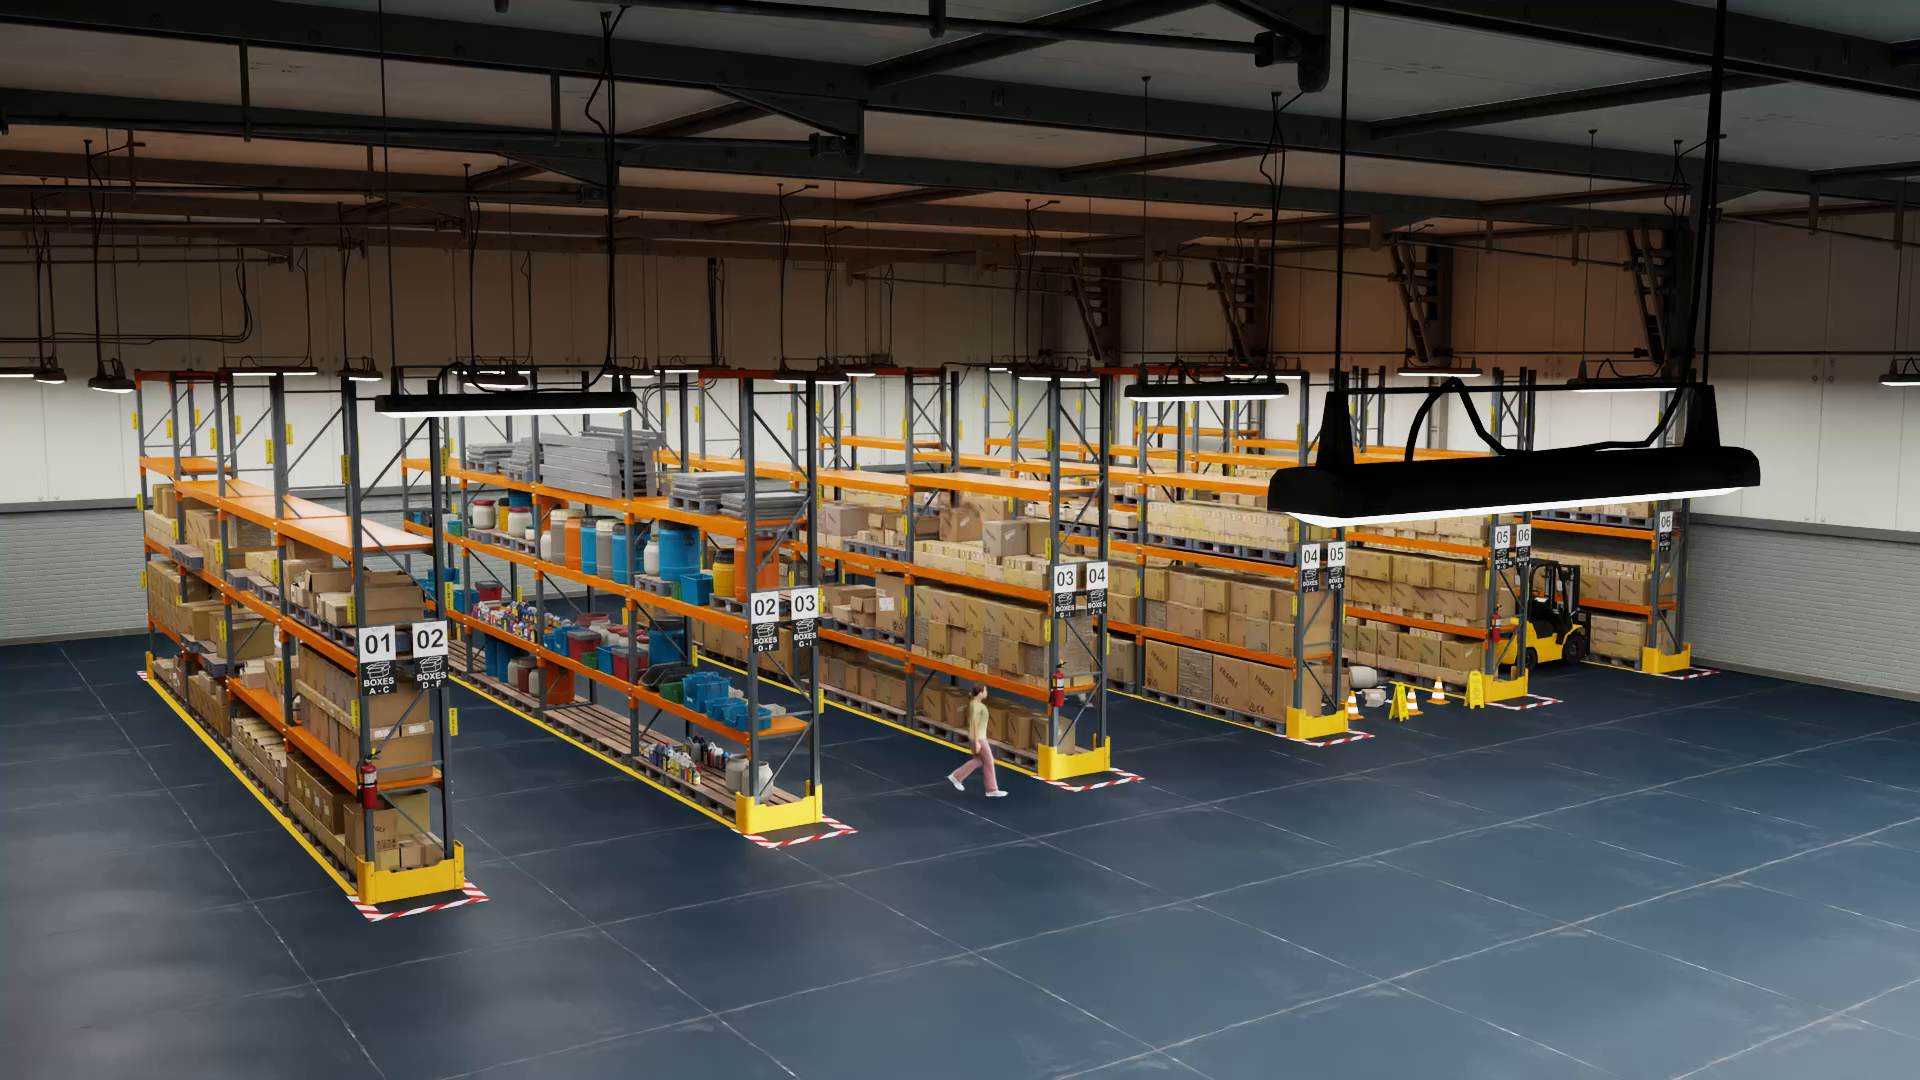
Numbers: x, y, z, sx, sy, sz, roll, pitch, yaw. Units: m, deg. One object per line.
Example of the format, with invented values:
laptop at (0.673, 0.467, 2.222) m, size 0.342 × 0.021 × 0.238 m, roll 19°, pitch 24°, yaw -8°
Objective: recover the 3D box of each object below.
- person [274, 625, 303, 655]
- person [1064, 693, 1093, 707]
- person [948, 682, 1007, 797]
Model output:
person at (-12.508, 2.043, 31.024) m, size 0.590 × 1.601 × 0.701 m, roll -3°, pitch 7°, yaw -24°
person at (1.994, 2.098, 29.779) m, size 0.617 × 1.696 × 1.054 m, roll -2°, pitch 7°, yaw -15°
person at (0.242, 2.830, 23.715) m, size 0.832 × 1.645 × 0.498 m, roll 0°, pitch 6°, yaw -4°
